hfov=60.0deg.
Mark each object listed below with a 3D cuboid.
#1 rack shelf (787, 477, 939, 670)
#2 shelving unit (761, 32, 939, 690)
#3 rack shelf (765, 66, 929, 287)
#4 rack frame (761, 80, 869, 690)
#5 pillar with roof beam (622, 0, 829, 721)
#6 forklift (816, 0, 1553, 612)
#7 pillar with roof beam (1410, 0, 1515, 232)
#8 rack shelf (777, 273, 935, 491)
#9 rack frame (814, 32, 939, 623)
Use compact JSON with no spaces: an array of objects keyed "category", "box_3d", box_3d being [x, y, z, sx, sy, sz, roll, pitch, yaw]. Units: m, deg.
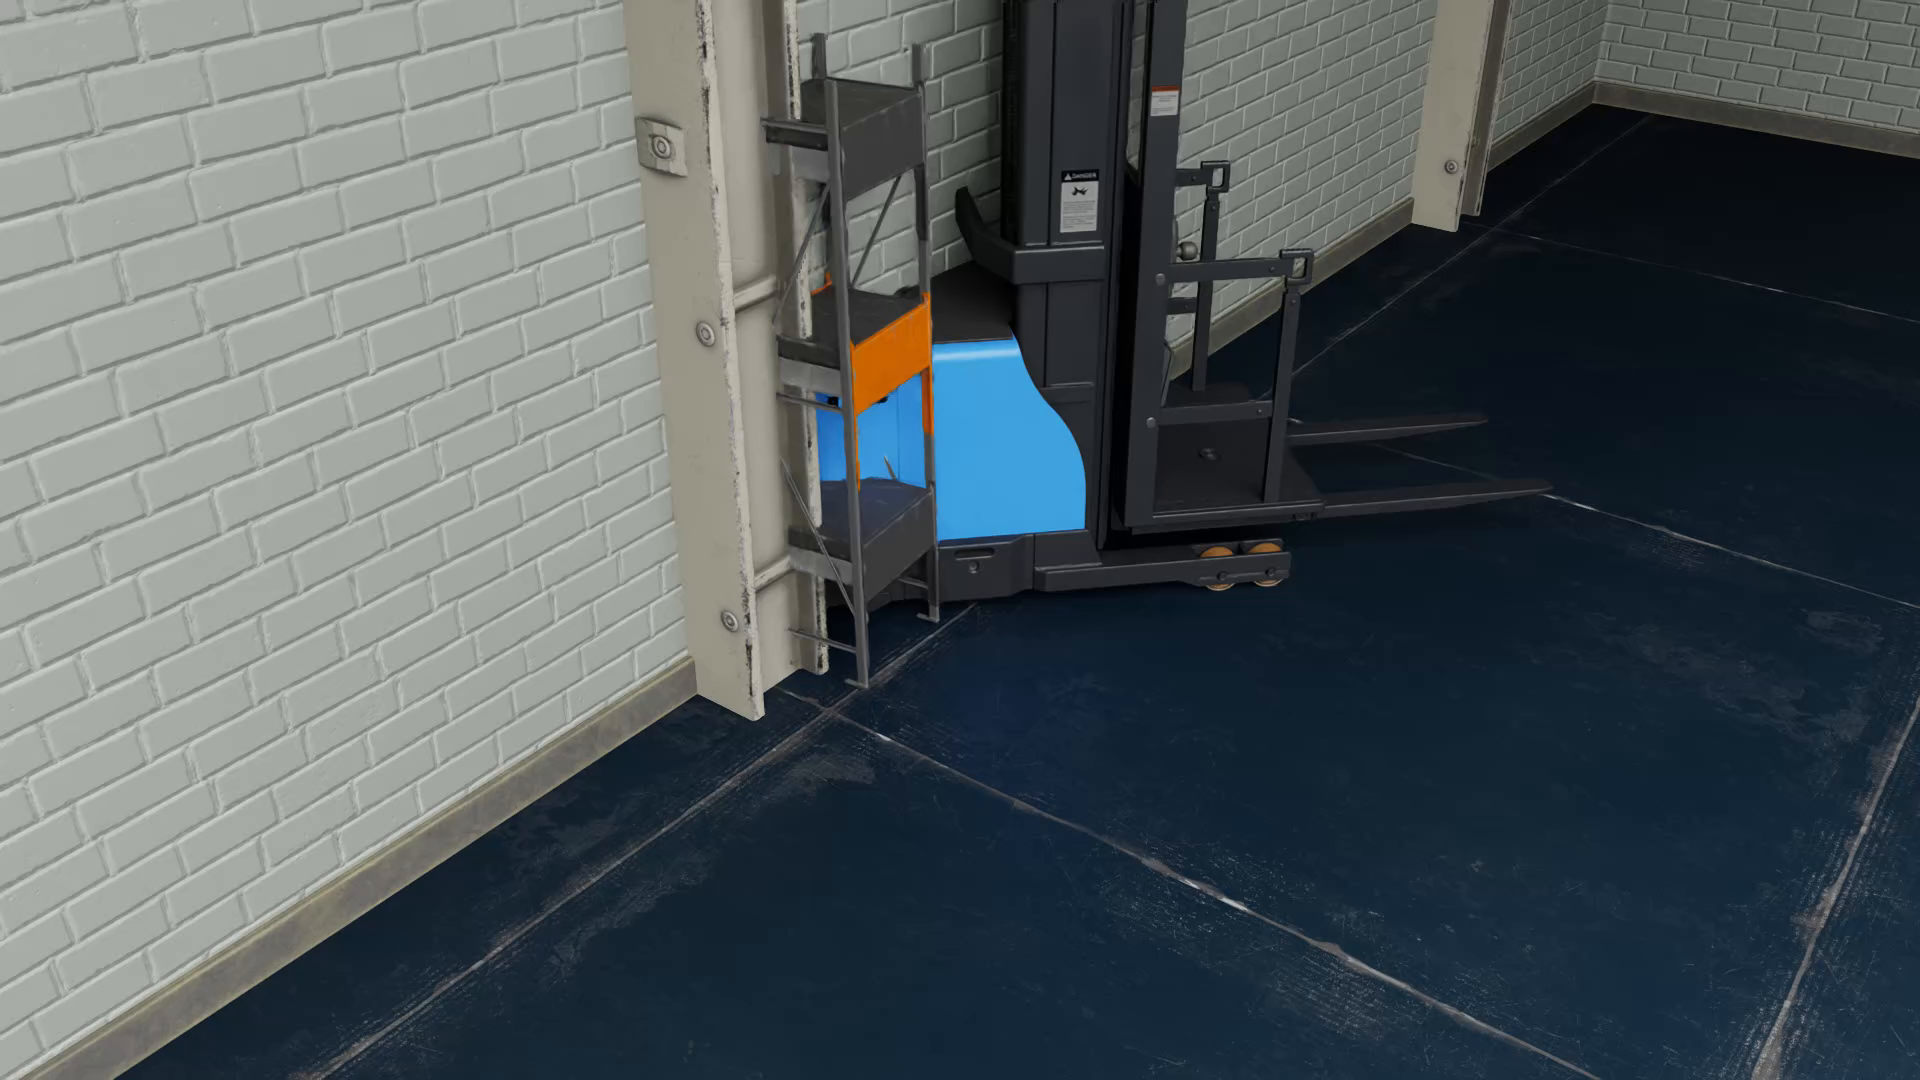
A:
[{"category":"rack shelf","box_3d":[-0.380,0.072,5.890,0.431,0.518,0.480,15,33,26]},{"category":"shelving unit","box_3d":[-0.392,-0.549,5.539,0.431,2.100,0.503,15,33,26]},{"category":"rack shelf","box_3d":[-0.403,-1.146,5.201,0.431,0.518,0.480,15,33,26]},{"category":"rack frame","box_3d":[-0.513,-0.443,5.355,0.400,2.100,0.015,15,33,26]},{"category":"pillar with roof beam","box_3d":[2.725,-2.052,1.386,9.100,9.000,0.400,21,37,31]},{"category":"forklift","box_3d":[0.833,-1.327,6.115,3.031,2.935,1.130,-5,31,-8]},{"category":"pillar with roof beam","box_3d":[6.346,-4.491,5.501,9.100,9.000,0.400,21,37,31]},{"category":"rack shelf","box_3d":[-0.392,-0.537,5.546,0.431,0.518,0.480,15,33,26]},{"category":"rack frame","box_3d":[-0.271,-0.655,5.722,0.400,2.100,0.015,15,33,26]}]
